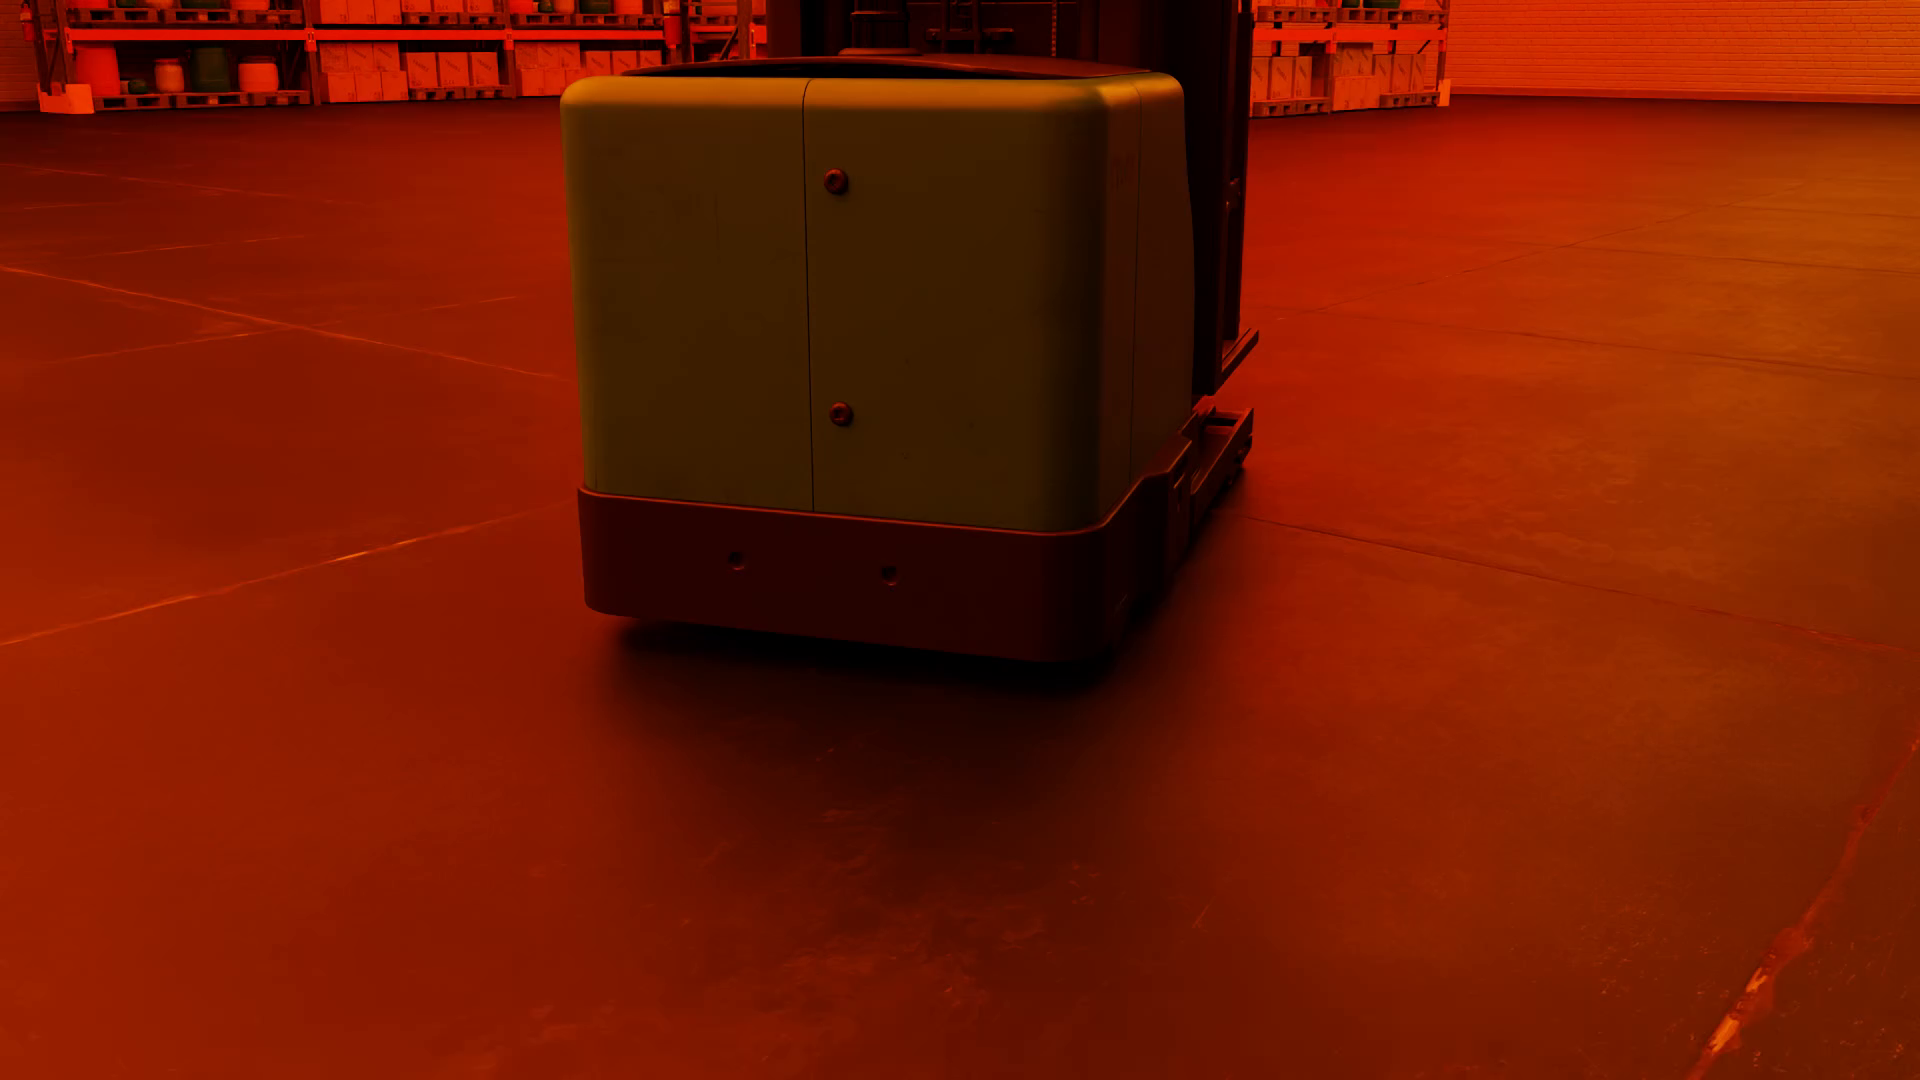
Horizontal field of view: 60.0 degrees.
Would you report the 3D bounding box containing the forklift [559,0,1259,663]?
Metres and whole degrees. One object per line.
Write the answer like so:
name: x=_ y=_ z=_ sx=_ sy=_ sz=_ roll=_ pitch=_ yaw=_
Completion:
forklift: x=0.182 y=-1.571 z=4.072 sx=1.130 sy=2.935 sz=3.031 roll=5 pitch=18 yaw=17
